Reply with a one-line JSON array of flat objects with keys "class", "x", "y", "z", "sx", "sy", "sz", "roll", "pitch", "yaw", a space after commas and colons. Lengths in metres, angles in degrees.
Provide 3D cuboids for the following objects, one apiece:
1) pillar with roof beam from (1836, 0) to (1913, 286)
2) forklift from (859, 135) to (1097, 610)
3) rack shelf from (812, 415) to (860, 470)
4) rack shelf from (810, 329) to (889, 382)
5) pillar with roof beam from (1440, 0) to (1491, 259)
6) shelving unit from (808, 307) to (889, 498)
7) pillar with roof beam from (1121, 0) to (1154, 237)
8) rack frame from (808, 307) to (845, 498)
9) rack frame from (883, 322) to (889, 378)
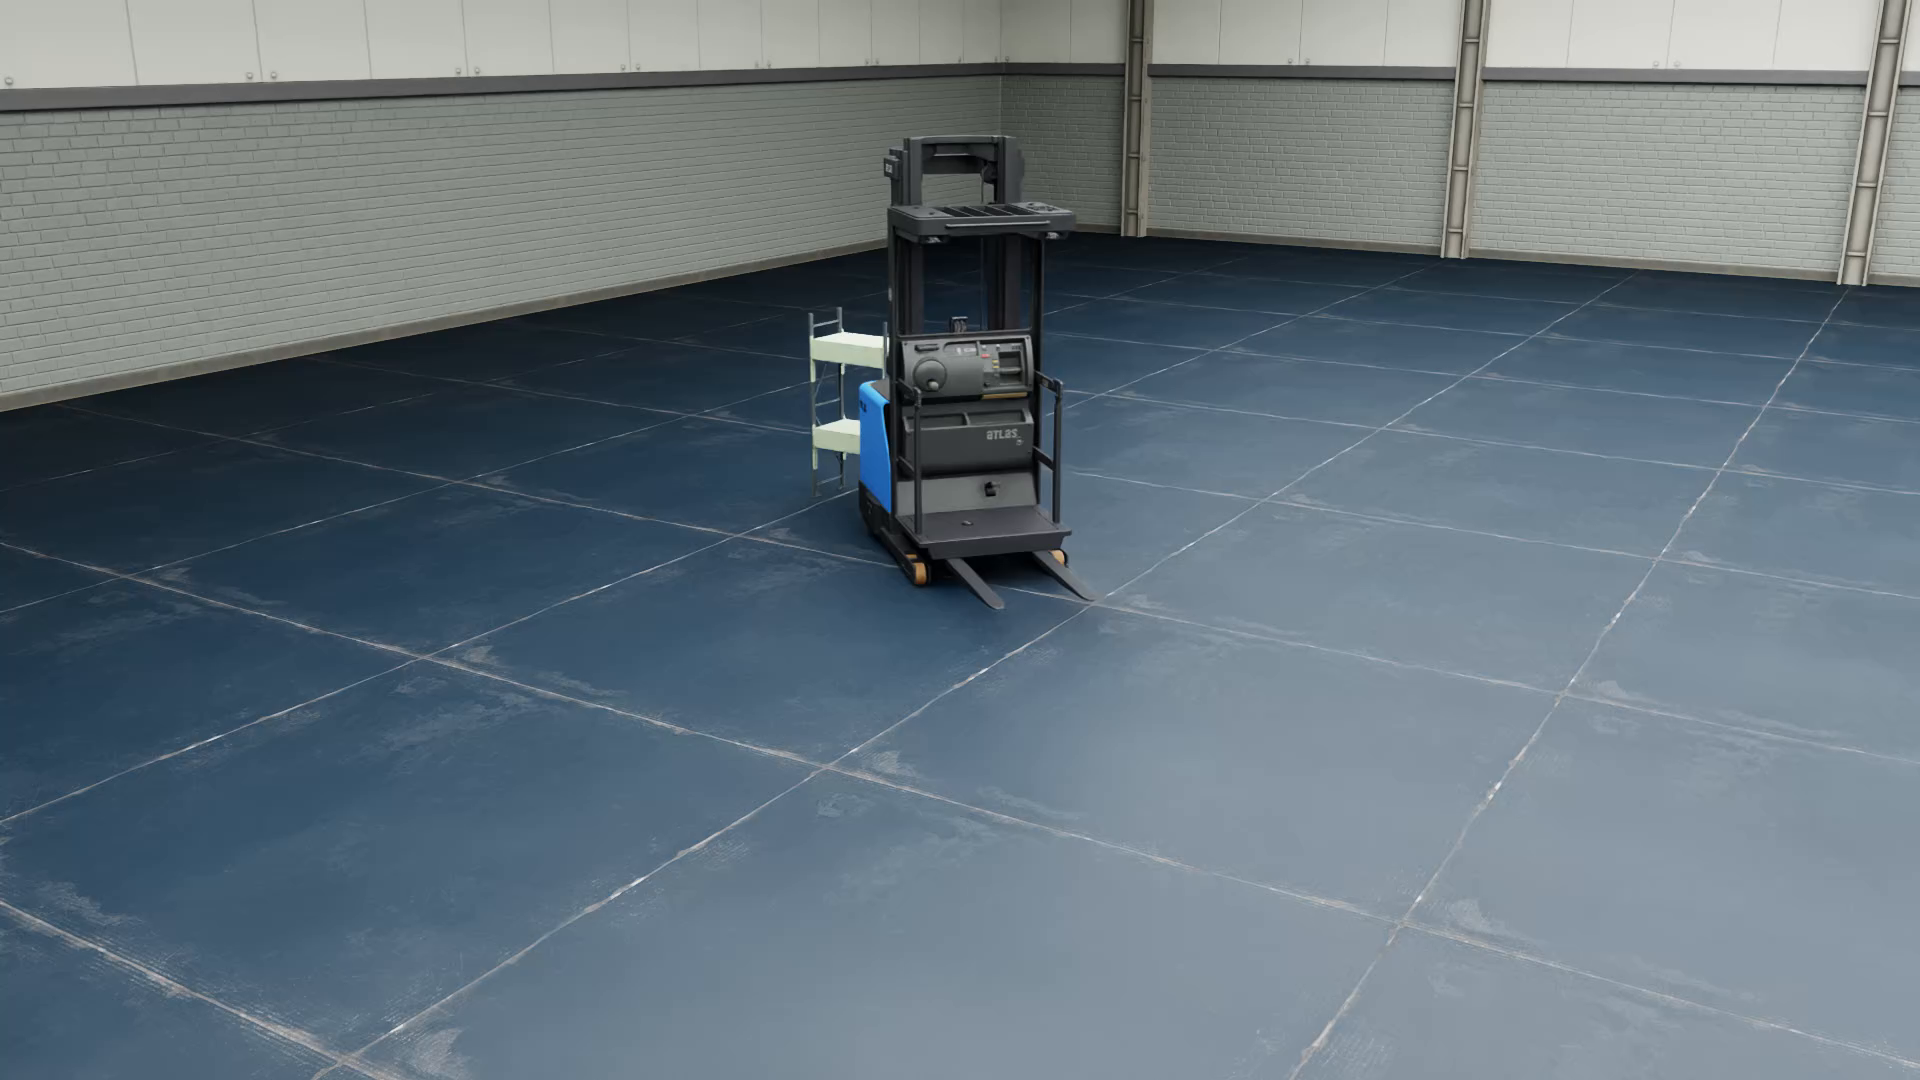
[{"class": "pillar with roof beam", "x": 11.224, "y": -7.110, "z": 20.304, "sx": 0.400, "sy": 9.000, "sz": 9.100, "roll": 10, "pitch": 20, "yaw": 30}, {"class": "forklift", "x": 0.117, "y": -1.214, "z": 11.336, "sx": 1.130, "sy": 2.935, "sz": 3.031, "roll": -5, "pitch": 18, "yaw": -15}, {"class": "rack shelf", "x": -0.771, "y": -0.739, "z": 13.355, "sx": 0.720, "sy": 0.370, "sz": 0.431, "roll": 11, "pitch": 20, "yaw": 32}, {"class": "rack shelf", "x": -0.771, "y": -1.424, "z": 13.147, "sx": 0.720, "sy": 0.370, "sz": 0.431, "roll": 11, "pitch": 20, "yaw": 32}, {"class": "pillar with roof beam", "x": 6.111, "y": -8.022, "z": 23.308, "sx": 0.400, "sy": 9.000, "sz": 9.100, "roll": 10, "pitch": 20, "yaw": 30}, {"class": "shelving unit", "x": -0.771, "y": -1.051, "z": 13.260, "sx": 0.755, "sy": 1.500, "sz": 0.431, "roll": 11, "pitch": 20, "yaw": 32}, {"class": "pillar with roof beam", "x": 0.998, "y": -8.935, "z": 26.313, "sx": 0.400, "sy": 9.000, "sz": 9.100, "roll": 10, "pitch": 20, "yaw": 30}, {"class": "rack frame", "x": -1.075, "y": -1.111, "z": 13.456, "sx": 0.023, "sy": 1.500, "sz": 0.400, "roll": 11, "pitch": 20, "yaw": 32}, {"class": "rack frame", "x": -0.468, "y": -0.991, "z": 13.064, "sx": 0.023, "sy": 1.500, "sz": 0.400, "roll": 11, "pitch": 20, "yaw": 32}]
